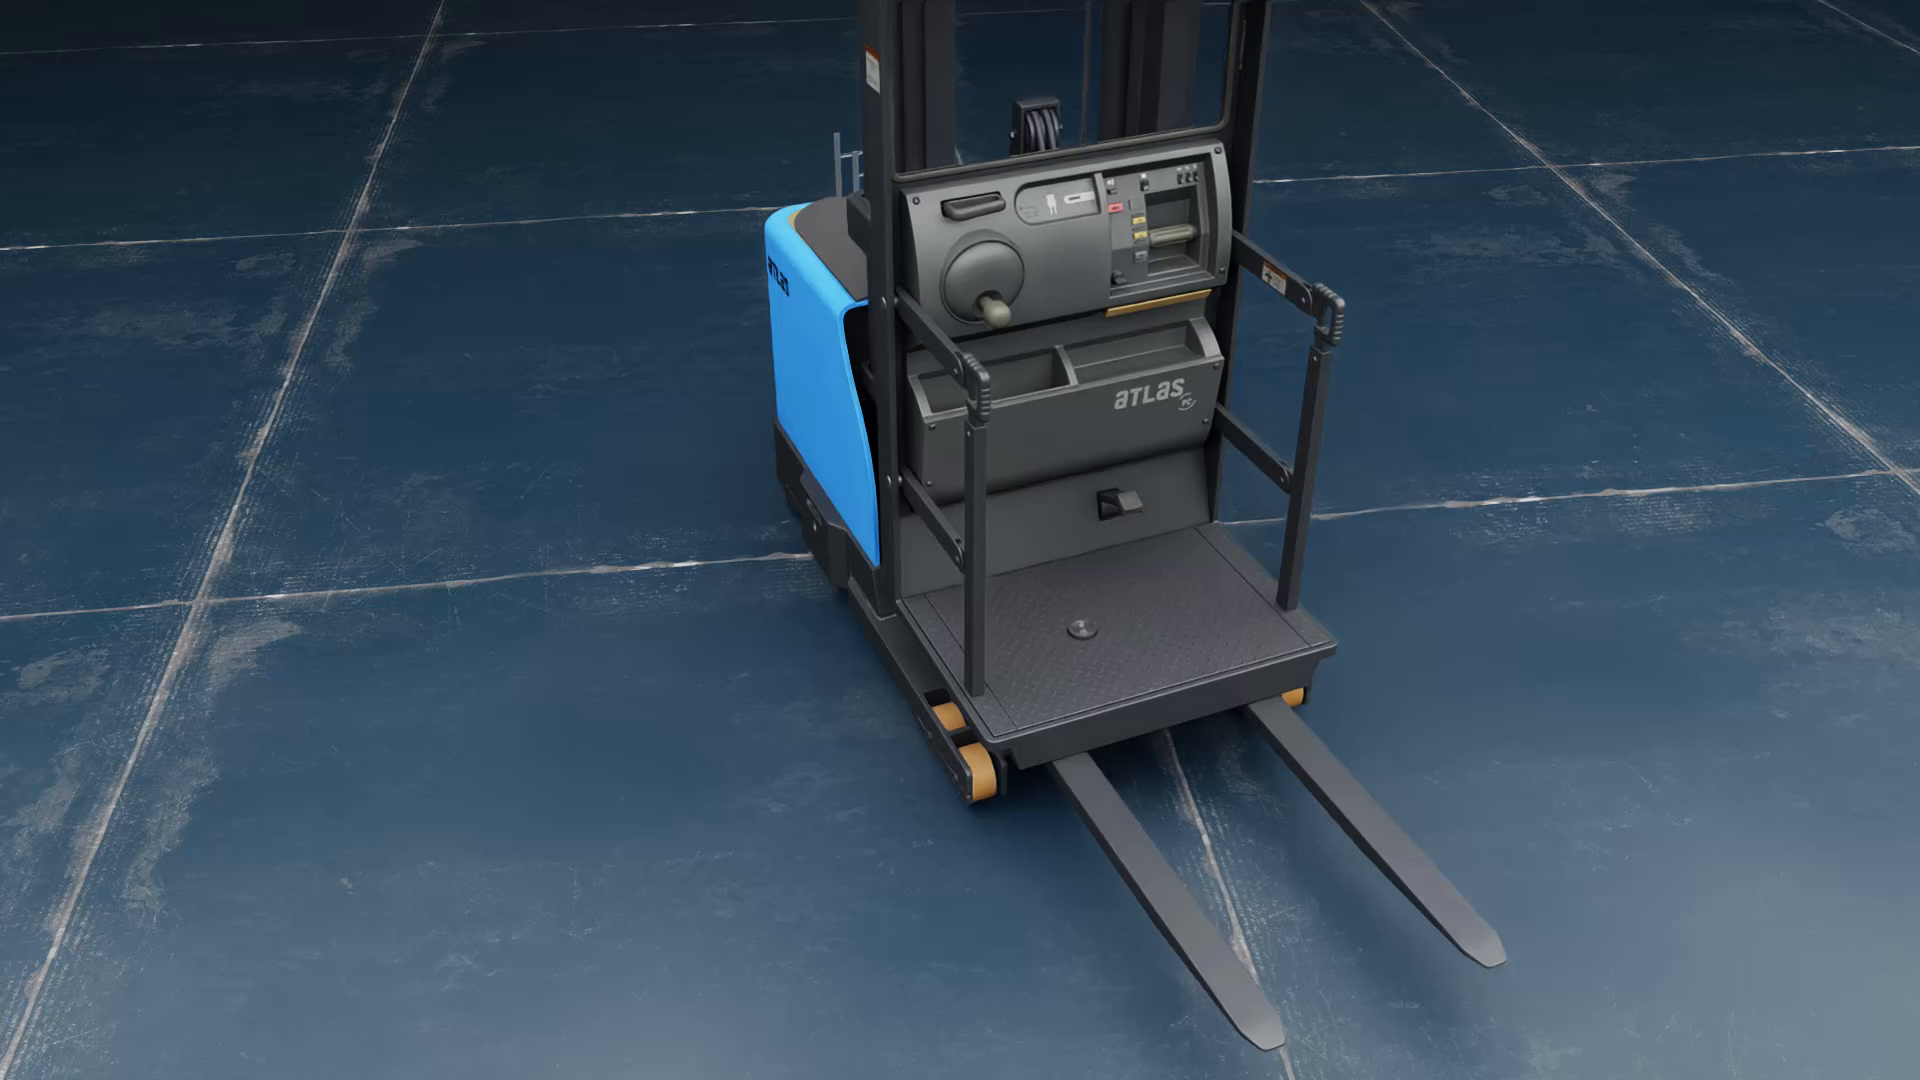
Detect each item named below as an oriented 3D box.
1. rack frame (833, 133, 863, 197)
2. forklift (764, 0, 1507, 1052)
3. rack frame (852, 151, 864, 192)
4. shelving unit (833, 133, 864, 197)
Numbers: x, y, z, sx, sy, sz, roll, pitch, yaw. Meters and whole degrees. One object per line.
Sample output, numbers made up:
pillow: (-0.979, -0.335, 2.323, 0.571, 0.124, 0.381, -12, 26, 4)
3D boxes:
rack frame: (-0.318, -0.910, 6.020, 0.240, 1.200, 0.006, -13, 37, -19)
forklift: (0.388, -0.750, 4.248, 1.130, 2.935, 3.031, -13, 37, -19)
rack frame: (-0.246, -0.815, 5.880, 0.240, 1.200, 0.006, -13, 37, -19)
shelving unit: (-0.282, -0.862, 5.950, 0.258, 1.200, 0.189, -13, 37, -19)
